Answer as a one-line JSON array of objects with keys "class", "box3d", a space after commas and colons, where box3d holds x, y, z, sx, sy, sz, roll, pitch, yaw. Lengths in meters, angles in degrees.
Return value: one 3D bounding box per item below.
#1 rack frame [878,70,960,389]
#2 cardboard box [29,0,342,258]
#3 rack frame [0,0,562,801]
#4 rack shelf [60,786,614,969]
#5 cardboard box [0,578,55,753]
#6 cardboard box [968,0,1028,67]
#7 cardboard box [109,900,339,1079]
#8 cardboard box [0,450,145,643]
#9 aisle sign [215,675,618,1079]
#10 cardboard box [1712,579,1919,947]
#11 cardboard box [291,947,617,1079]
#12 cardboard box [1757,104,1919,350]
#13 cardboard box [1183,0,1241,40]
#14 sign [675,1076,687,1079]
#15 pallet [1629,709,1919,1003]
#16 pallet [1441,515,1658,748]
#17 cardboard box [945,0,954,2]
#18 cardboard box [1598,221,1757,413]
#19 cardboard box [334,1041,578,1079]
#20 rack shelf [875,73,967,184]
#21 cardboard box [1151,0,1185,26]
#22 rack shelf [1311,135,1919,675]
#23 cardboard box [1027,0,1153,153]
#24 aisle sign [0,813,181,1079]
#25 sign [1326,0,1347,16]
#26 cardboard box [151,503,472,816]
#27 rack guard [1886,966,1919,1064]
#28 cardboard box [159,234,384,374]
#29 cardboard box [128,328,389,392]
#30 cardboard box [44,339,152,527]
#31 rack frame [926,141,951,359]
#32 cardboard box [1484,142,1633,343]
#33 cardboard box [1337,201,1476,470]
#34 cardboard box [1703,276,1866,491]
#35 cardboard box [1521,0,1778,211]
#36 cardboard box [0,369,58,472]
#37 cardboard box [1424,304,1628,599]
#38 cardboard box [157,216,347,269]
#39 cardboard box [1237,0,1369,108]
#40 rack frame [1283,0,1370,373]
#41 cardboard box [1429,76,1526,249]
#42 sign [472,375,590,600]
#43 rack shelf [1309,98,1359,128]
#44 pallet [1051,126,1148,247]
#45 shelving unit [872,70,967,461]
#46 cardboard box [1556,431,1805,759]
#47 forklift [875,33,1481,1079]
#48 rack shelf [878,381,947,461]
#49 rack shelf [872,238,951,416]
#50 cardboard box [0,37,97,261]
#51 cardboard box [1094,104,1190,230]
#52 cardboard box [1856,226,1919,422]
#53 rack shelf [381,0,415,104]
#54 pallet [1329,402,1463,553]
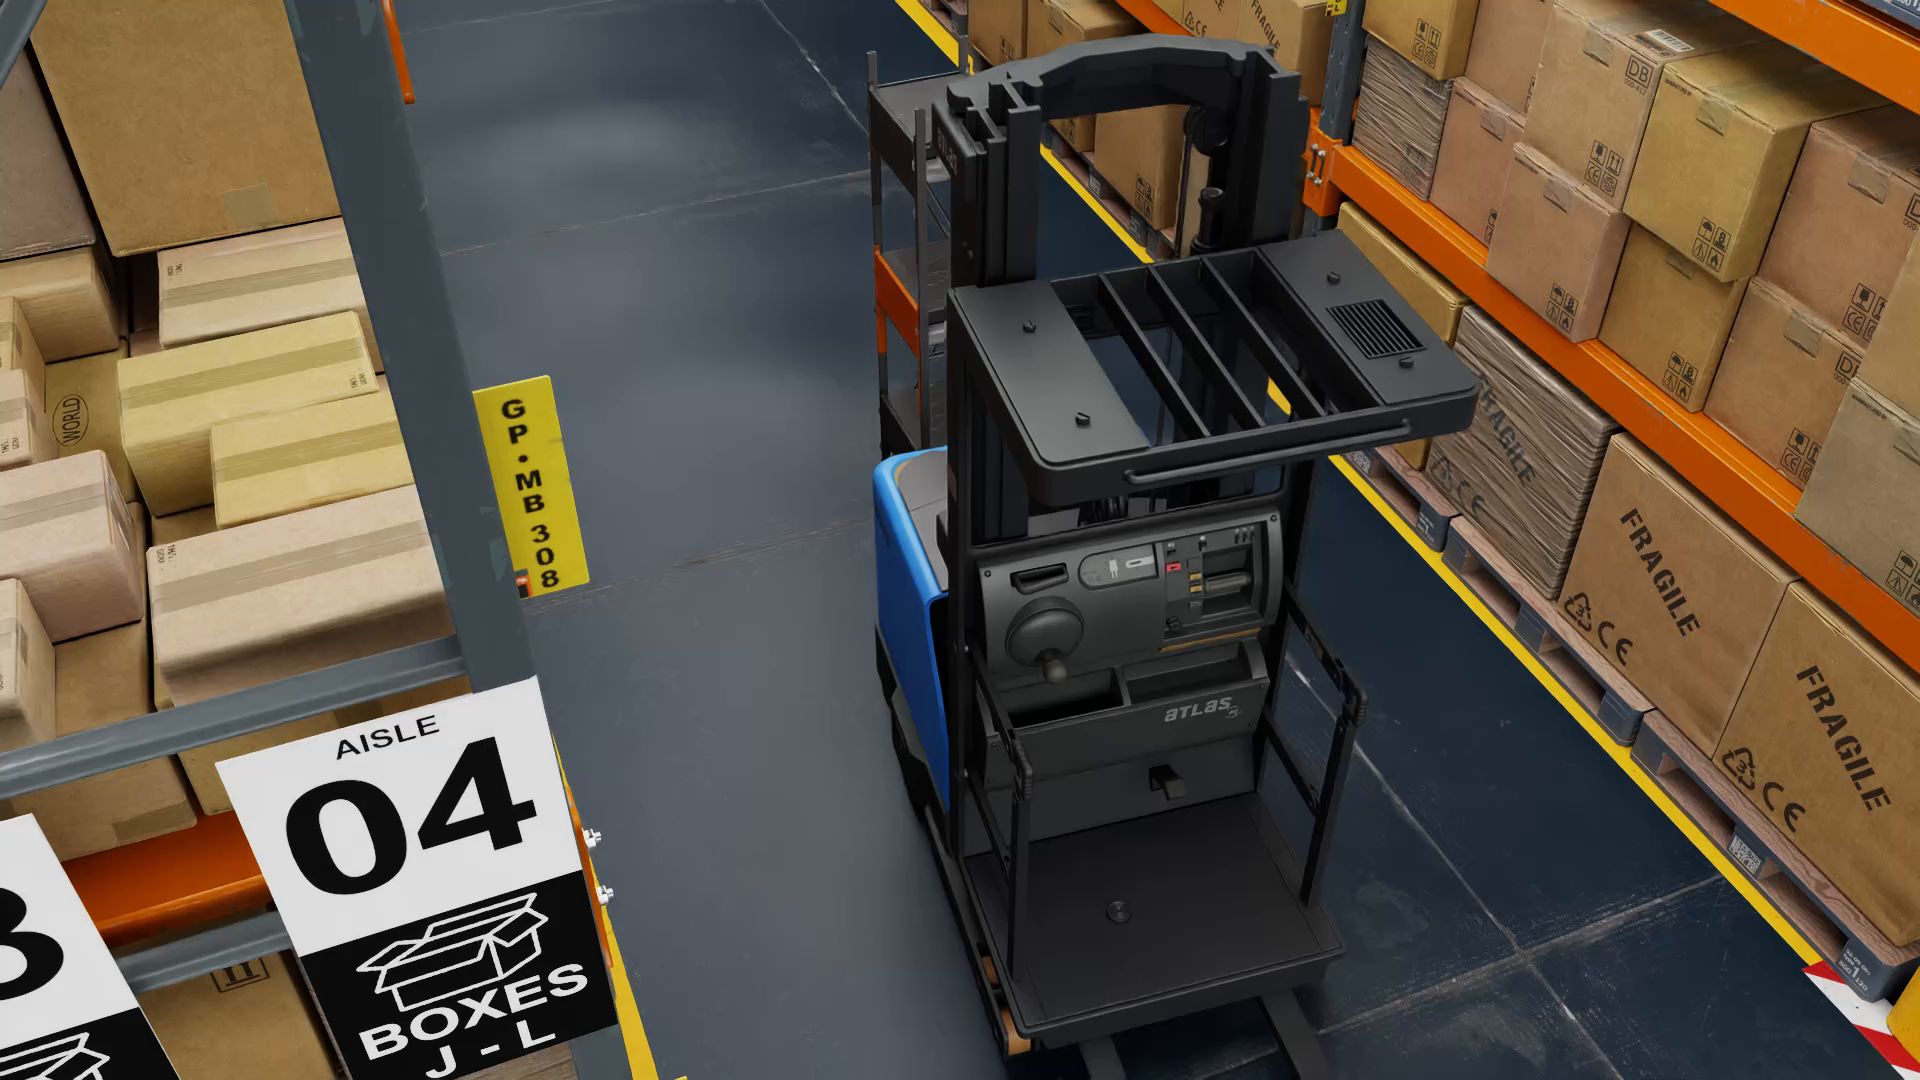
[{"class": "rack frame", "box3d": [-0.155, -1.043, 6.853, 0.380, 1.831, 0.006, -15, 43, -17]}, {"class": "cardboard box", "box3d": [-1.348, -0.893, 2.999, 0.500, 0.500, 0.500, -15, 43, -17]}, {"class": "rack frame", "box3d": [-1.030, -0.728, 1.195, 1.000, 3.000, 0.127, -15, 43, -17]}, {"class": "rack shelf", "box3d": [-1.795, -0.523, 3.808, 1.077, 0.370, 4.000, -15, 43, -17]}, {"class": "cardboard box", "box3d": [-1.424, 0.226, 2.196, 0.380, 0.149, 0.250, -15, 43, -17]}, {"class": "cardboard box", "box3d": [0.680, -3.366, 10.267, 1.050, 0.750, 0.750, -16, 43, -17]}, {"class": "cardboard box", "box3d": [-1.808, 0.653, 4.451, 1.144, 2.239, 2.984, -3, 41, -3]}, {"class": "cardboard box", "box3d": [-1.415, 0.039, 2.412, 0.380, 0.149, 0.250, -16, 43, -18]}, {"class": "aisle sign", "box3d": [-0.729, 0.523, 2.347, 0.394, 0.787, 0.004, -15, 43, -17]}, {"class": "cardboard box", "box3d": [3.271, 0.624, 5.531, 0.875, 0.875, 0.875, -15, 43, -17]}, {"class": "cardboard box", "box3d": [-0.988, 0.617, 3.160, 0.500, 0.500, 0.500, -15, 43, -17]}, {"class": "cardboard box", "box3d": [3.101, -1.009, 5.179, 0.875, 0.550, 0.550, -15, 43, -17]}, {"class": "cardboard box", "box3d": [1.421, -2.629, 7.930, 0.500, 0.500, 0.500, -16, 43, -17]}, {"class": "sign", "box3d": [-0.528, 1.083, 3.026, 0.100, 0.325, 0.005, -15, 43, -17]}, {"class": "pallet", "box3d": [3.213, 0.965, 5.966, 1.003, 0.211, 1.213, -15, 43, -17]}, {"class": "pallet", "box3d": [2.750, 0.231, 6.819, 1.003, 0.211, 1.213, -15, 43, -17]}, {"class": "cardboard box", "box3d": [0.037, -3.992, 11.186, 0.500, 0.500, 0.500, -15, 43, -17]}, {"class": "cardboard box", "box3d": [2.838, -0.902, 5.884, 0.875, 0.550, 0.500, -15, 43, -17]}, {"class": "cardboard box", "box3d": [-1.215, 1.058, 3.415, 0.875, 0.500, 0.500, -15, 43, -17]}, {"class": "rack shelf", "box3d": [-0.063, -1.520, 6.145, 0.368, 0.174, 0.457, -15, 43, -17]}, {"class": "cardboard box", "box3d": [1.228, -2.934, 8.284, 0.500, 0.500, 0.500, -15, 43, -16]}, {"class": "rack shelf", "box3d": [2.826, -0.562, 6.155, 1.077, 0.370, 4.000, -15, 43, -17]}, {"class": "cardboard box", "box3d": [1.018, -2.840, 9.656, 1.050, 0.750, 0.750, -14, 43, -16]}, {"class": "aisle sign", "box3d": [-1.283, 0.673, 2.173, 0.394, 0.787, 0.004, -15, 43, -17]}, {"class": "sign", "box3d": [1.563, -2.307, 6.805, 0.100, 0.325, 0.005, -15, 43, -17]}, {"class": "cardboard box", "box3d": [-0.975, 0.111, 2.634, 0.500, 0.250, 0.500, -14, 43, -16]}, {"class": "rack guard", "box3d": [3.601, 1.332, 5.317, 1.175, 0.500, 0.348, -15, 43, -17]}, {"class": "cardboard box", "box3d": [-1.180, -0.392, 2.914, 0.380, 0.149, 0.250, -13, 42, -15]}, {"class": "cardboard box", "box3d": [-1.178, -0.198, 2.994, 0.500, 0.250, 0.500, -16, 43, -18]}, {"class": "cardboard box", "box3d": [-1.643, -0.061, 2.835, 0.500, 0.250, 0.500, -15, 43, -17]}, {"class": "rack frame", "box3d": [0.031, -0.749, 6.511, 0.380, 1.831, 0.006, -15, 43, -17]}, {"class": "cardboard box", "box3d": [2.542, -1.197, 6.226, 0.875, 0.550, 0.550, -15, 43, -17]}, {"class": "cardboard box", "box3d": [2.237, -0.997, 7.416, 0.875, 0.875, 0.875, -14, 43, -16]}, {"class": "cardboard box", "box3d": [3.079, -0.594, 5.525, 0.875, 0.550, 0.550, -15, 43, -17]}, {"class": "cardboard box", "box3d": [2.568, -1.613, 5.882, 0.875, 0.550, 0.550, -15, 43, -17]}, {"class": "cardboard box", "box3d": [-1.621, -0.098, 2.572, 0.380, 0.149, 0.250, -17, 43, -19]}, {"class": "cardboard box", "box3d": [2.585, -0.455, 6.786, 0.875, 0.875, 0.875, -15, 43, -17]}, {"class": "cardboard box", "box3d": [-1.269, -0.540, 3.085, 0.380, 0.149, 0.250, -15, 43, -17]}, {"class": "cardboard box", "box3d": [1.614, -2.325, 7.577, 0.500, 0.500, 0.500, -15, 43, -17]}, {"class": "rack frame", "box3d": [2.061, -2.039, 7.321, 1.000, 3.000, 0.127, -15, 43, -17]}, {"class": "cardboard box", "box3d": [2.445, -1.551, 6.639, 0.875, 0.550, 0.550, -15, 43, -17]}, {"class": "sign", "box3d": [-0.528, -0.058, 2.045, 0.100, 0.325, 0.005, -15, 43, -17]}, {"class": "rack shelf", "box3d": [1.296, -3.046, 8.893, 0.919, 0.124, 3.809, -15, 43, -17]}, {"class": "pallet", "box3d": [1.226, -2.164, 9.605, 1.003, 0.211, 1.213, -15, 43, -17]}, {"class": "shelving unit", "box3d": [5.281, -3.592, 7.404, 12.070, 5.092, 0.667, -15, 43, -17]}, {"class": "cardboard box", "box3d": [2.932, 0.095, 6.147, 0.875, 0.875, 0.875, -16, 43, -18]}, {"class": "forklift", "box3d": [0.566, 0.245, 4.717, 1.121, 2.935, 3.031, -11, 42, -12]}, {"class": "rack shelf", "box3d": [-0.063, -0.355, 7.147, 0.431, 0.518, 0.480, -15, 43, -17]}, {"class": "rack shelf", "box3d": [-0.063, -0.885, 6.690, 0.431, 0.518, 0.480, -15, 43, -17]}, {"class": "cardboard box", "box3d": [-1.857, -0.802, 2.893, 0.500, 0.500, 0.500, -15, 43, -17]}, {"class": "cardboard box", "box3d": [1.375, -2.279, 9.003, 1.050, 0.750, 0.750, -15, 43, -17]}, {"class": "cardboard box", "box3d": [3.190, -0.638, 4.748, 0.875, 0.550, 0.550, -15, 43, -17]}, {"class": "rack shelf", "box3d": [-1.795, -1.659, 2.832, 1.077, 0.370, 4.000, -15, 43, -17]}, {"class": "pallet", "box3d": [2.280, -0.505, 7.675, 1.003, 0.211, 1.213, -15, 43, -17]}]
